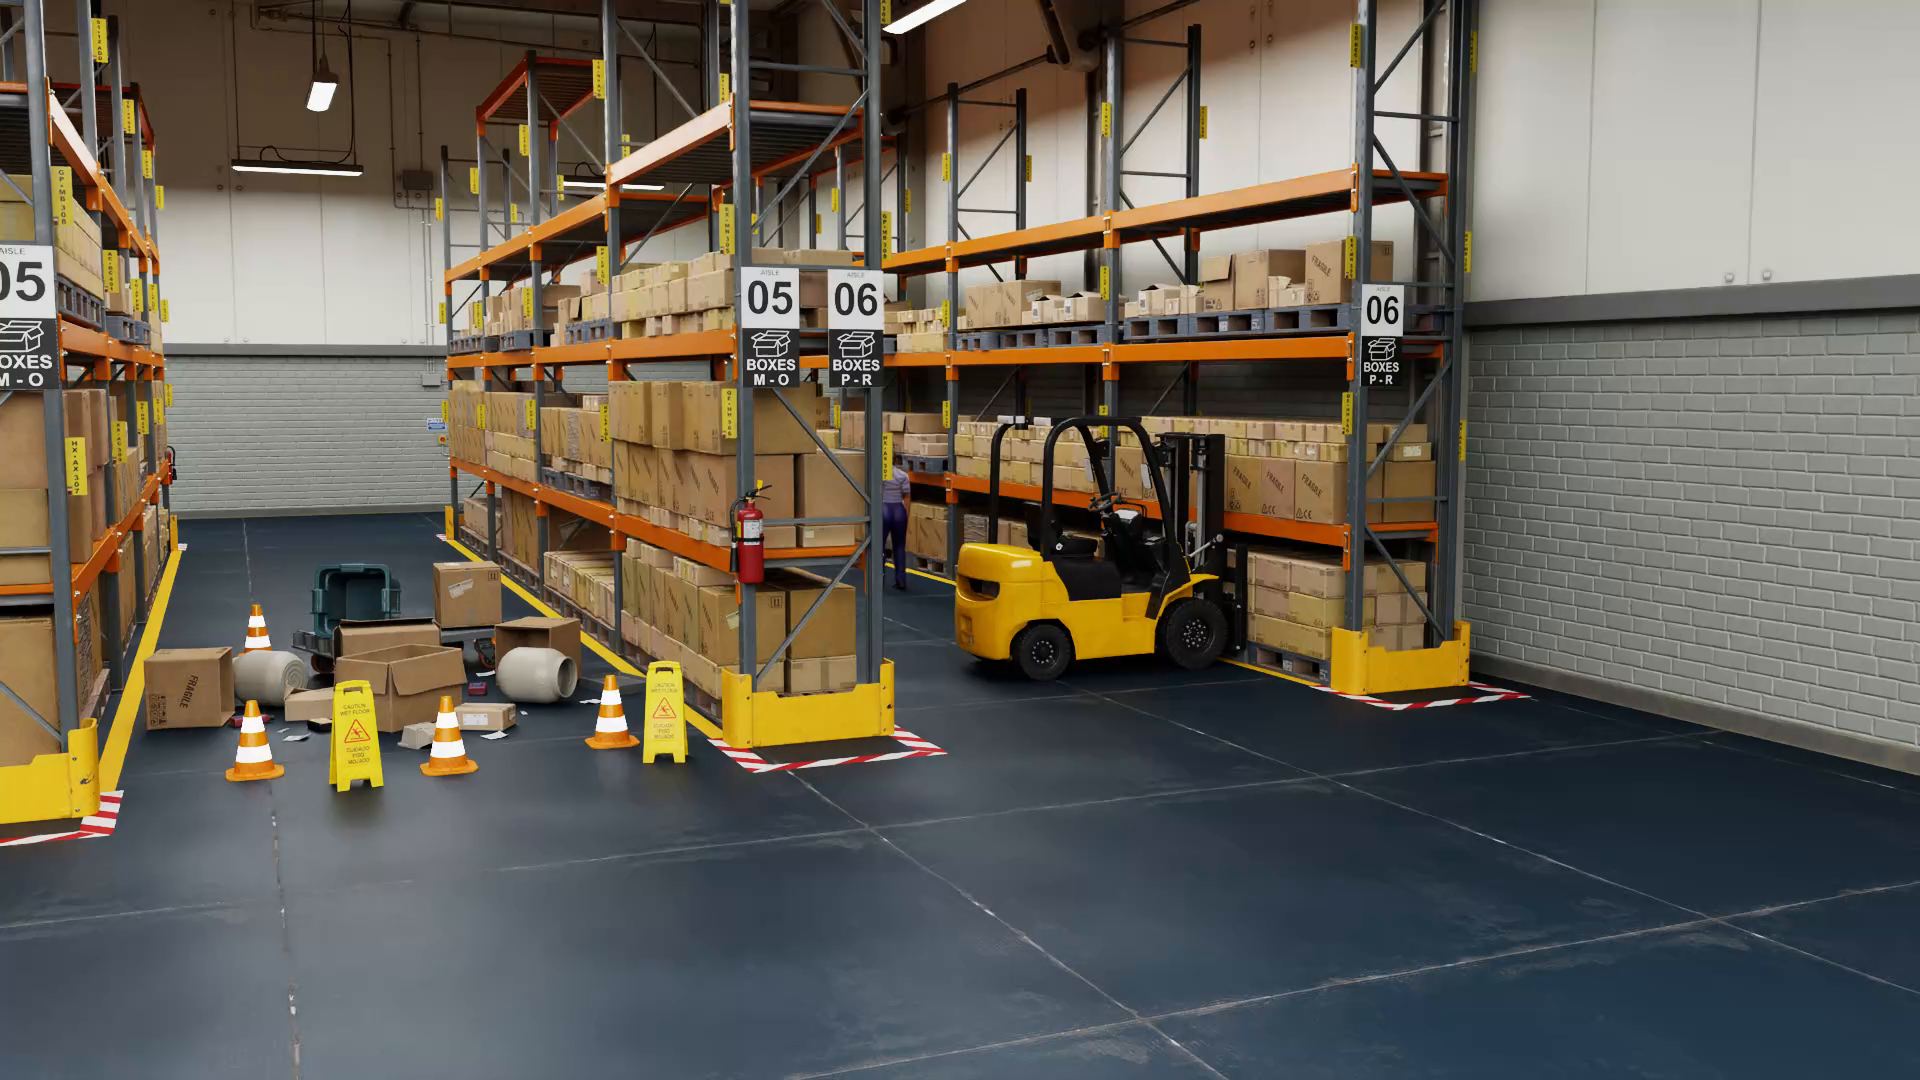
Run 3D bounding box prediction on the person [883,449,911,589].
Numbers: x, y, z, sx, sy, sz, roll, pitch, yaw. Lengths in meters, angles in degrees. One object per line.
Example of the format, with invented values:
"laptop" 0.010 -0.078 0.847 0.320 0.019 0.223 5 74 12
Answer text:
"person" -0.850 -0.238 19.469 0.493 1.672 0.437 -3 6 -26
